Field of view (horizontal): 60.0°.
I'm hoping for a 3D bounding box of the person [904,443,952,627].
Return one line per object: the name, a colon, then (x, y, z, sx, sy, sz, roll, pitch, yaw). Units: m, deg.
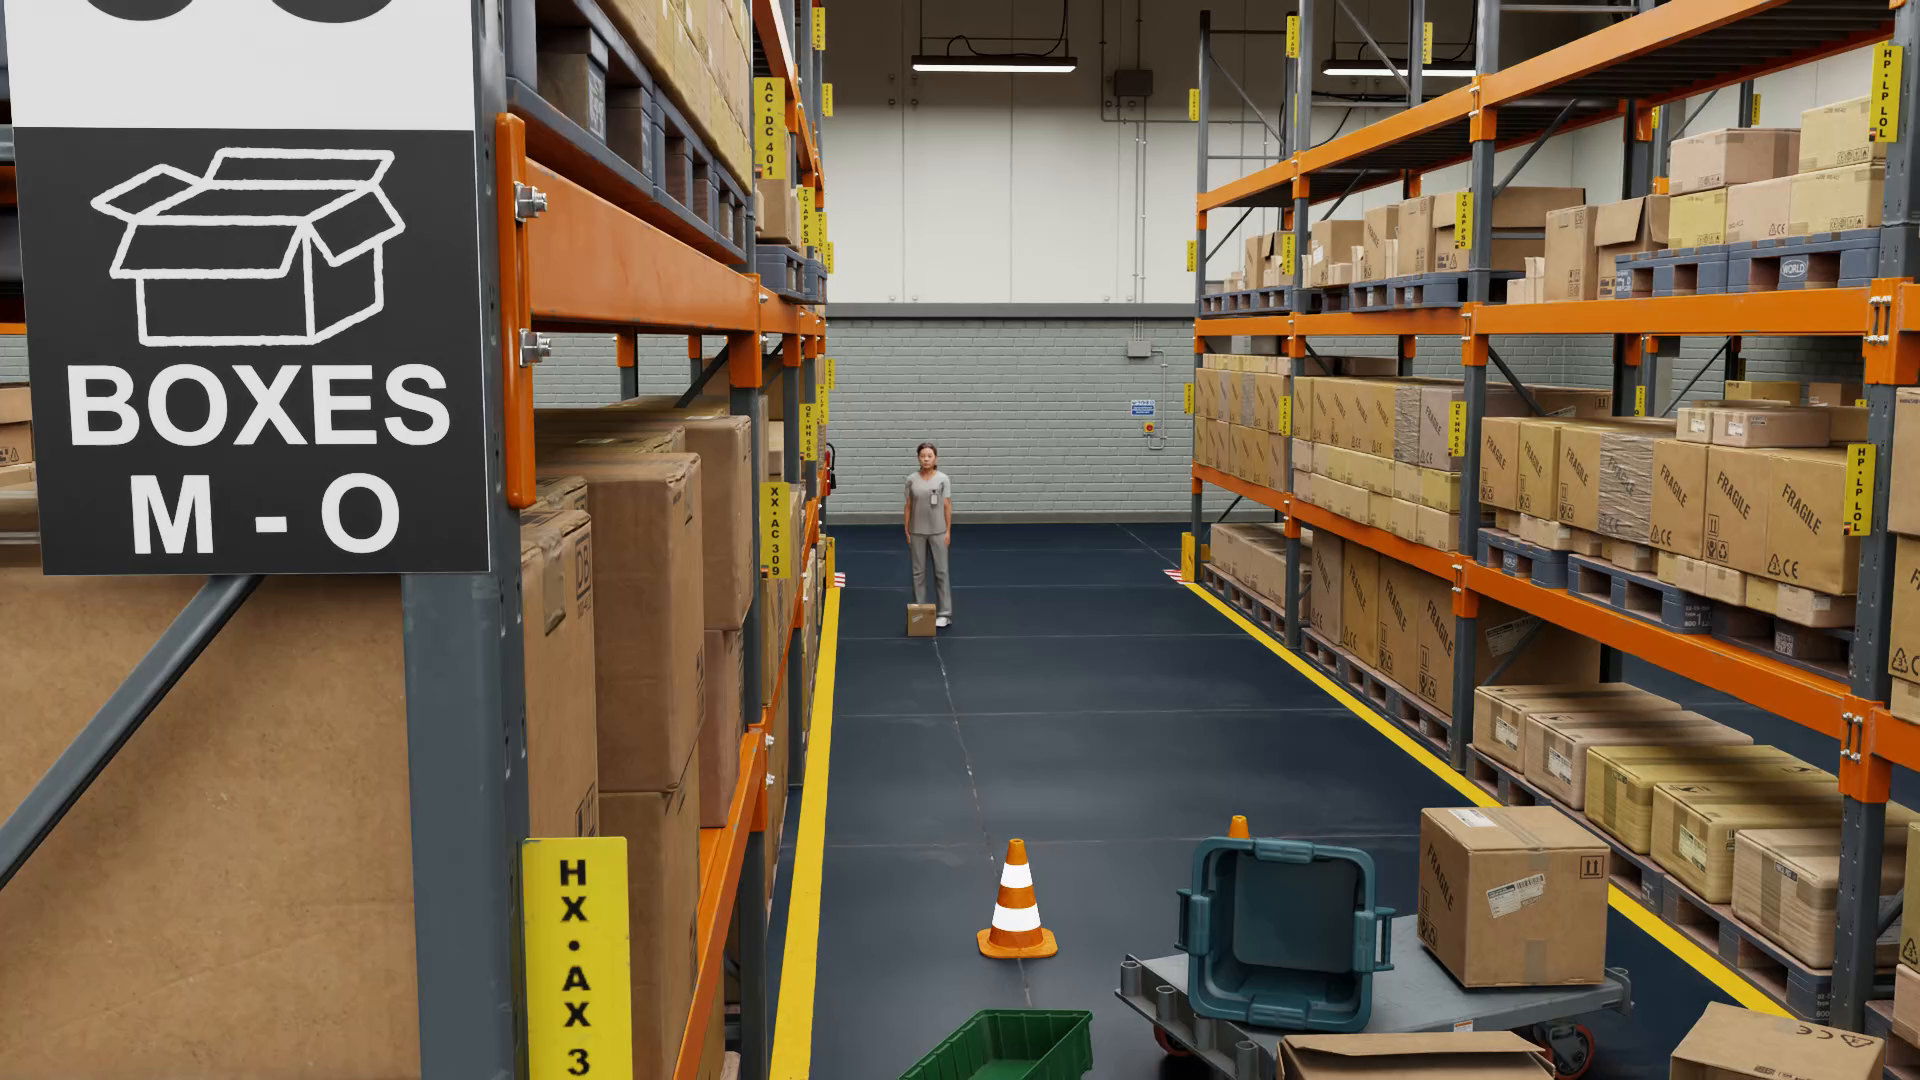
person: (-0.296, -0.052, 15.177, 0.438, 1.671, 0.385, 1, 7, 6)
